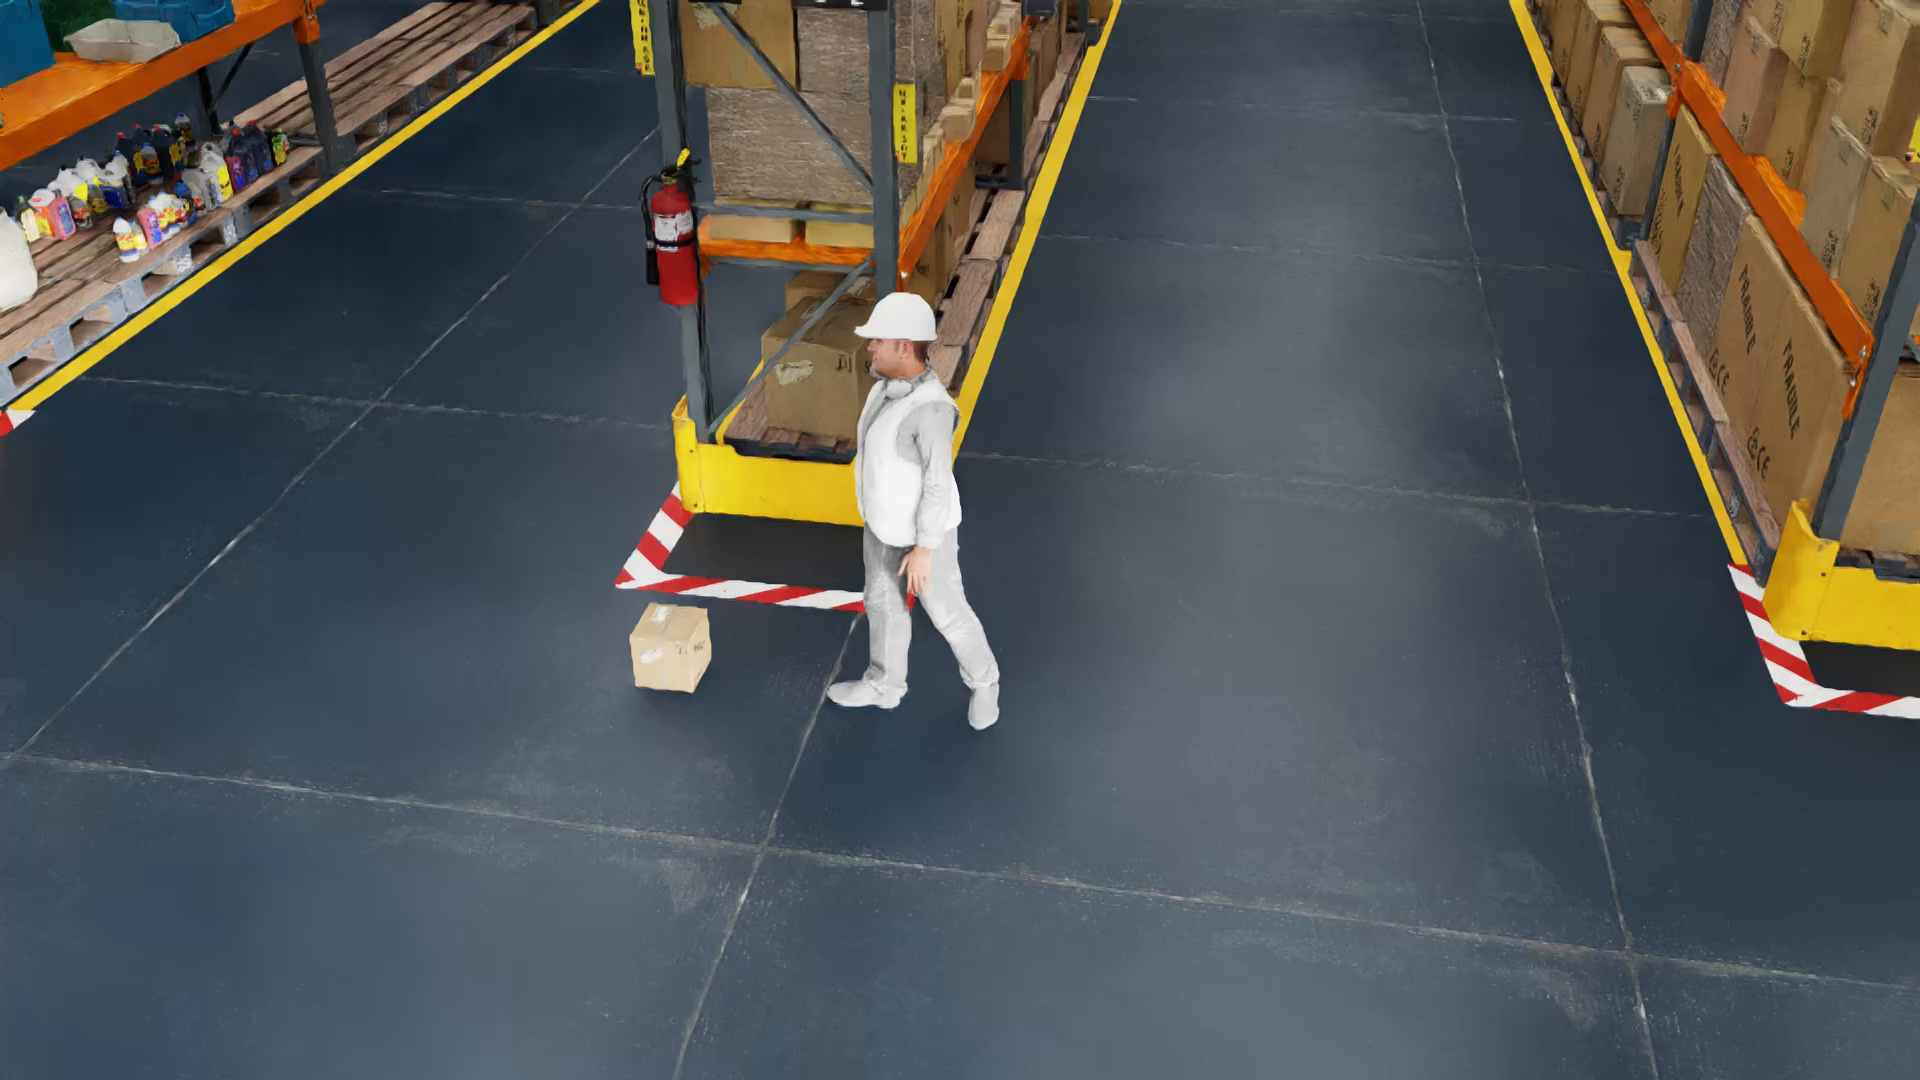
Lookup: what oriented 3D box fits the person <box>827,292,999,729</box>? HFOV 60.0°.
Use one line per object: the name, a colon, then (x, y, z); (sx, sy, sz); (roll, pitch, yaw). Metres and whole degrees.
person: (-0.176, -0.092, 6.258); (0.629, 1.768, 0.650); (-15, 35, -22)
